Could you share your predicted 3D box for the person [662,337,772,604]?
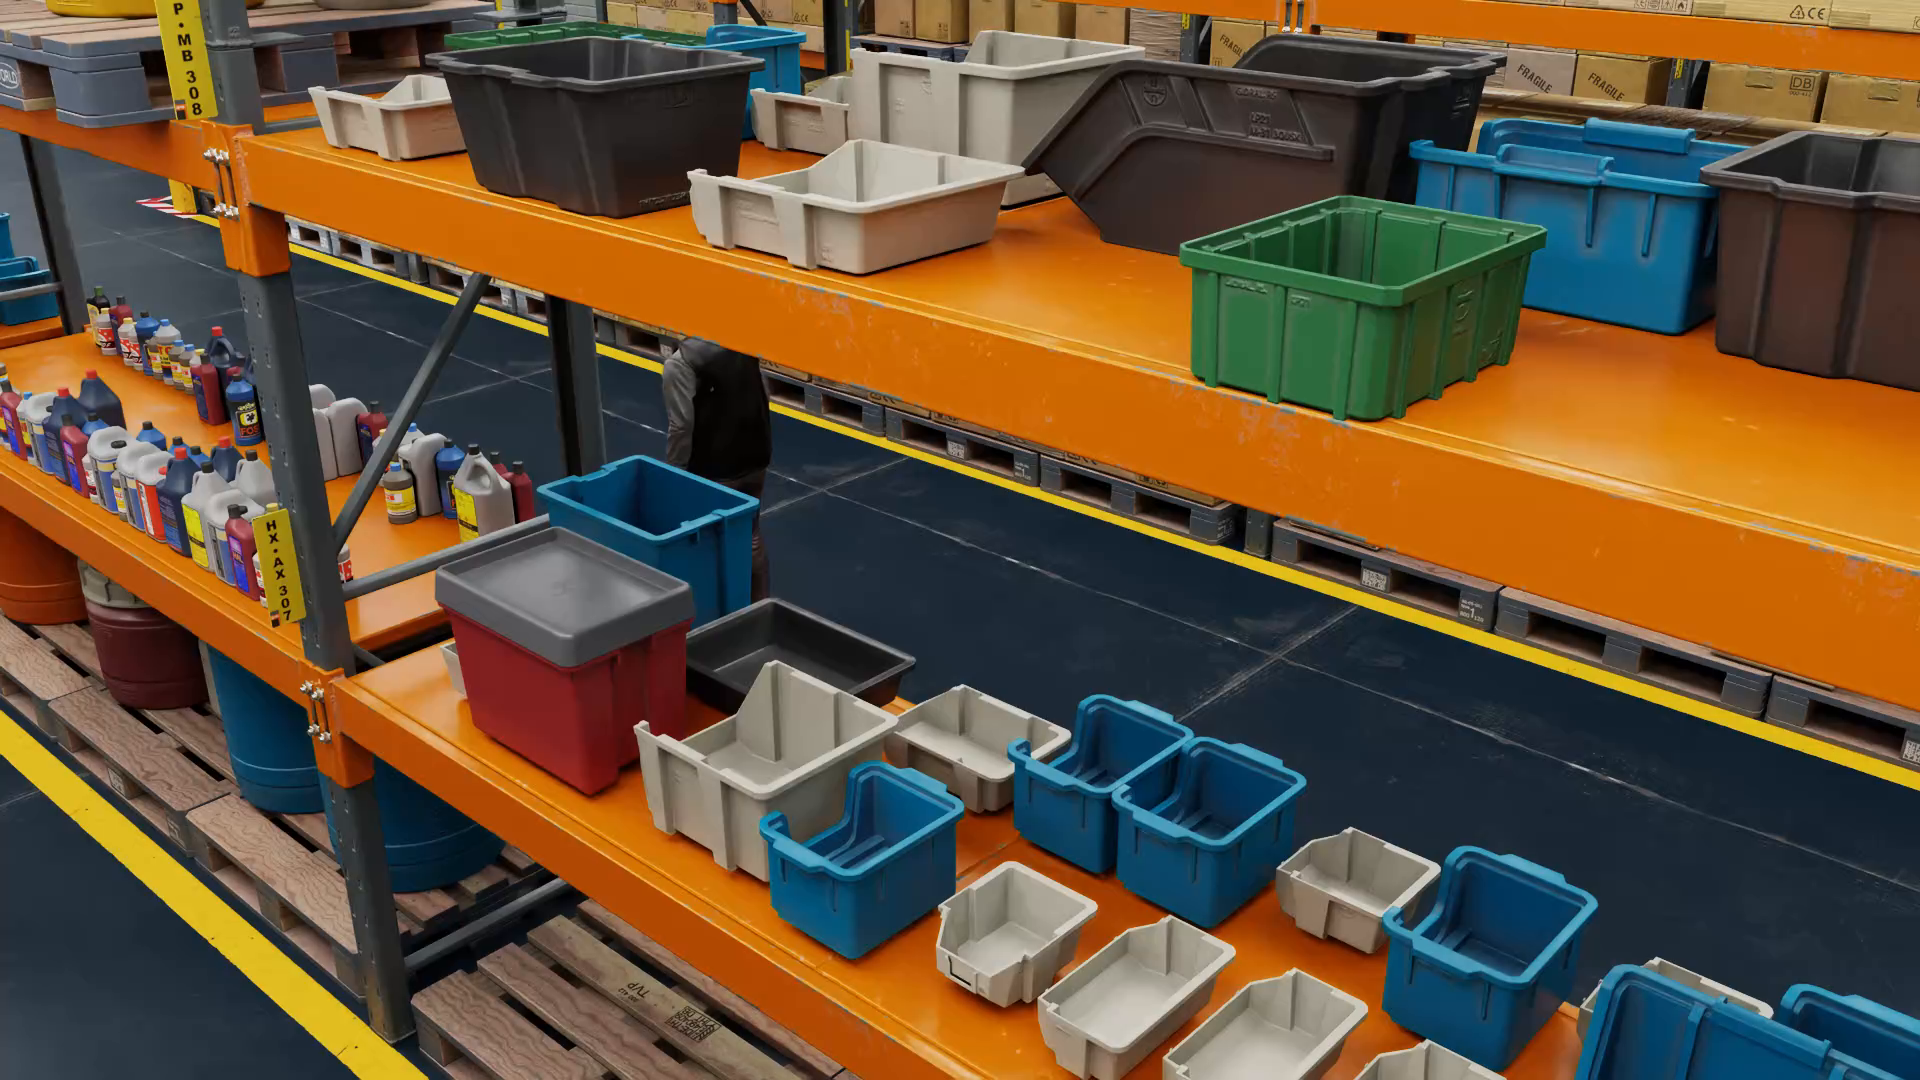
[{"bbox_3d":[-1.063,-0.330,7.382,0.422,1.719,0.579,18,30,35],"label":"person"}]
